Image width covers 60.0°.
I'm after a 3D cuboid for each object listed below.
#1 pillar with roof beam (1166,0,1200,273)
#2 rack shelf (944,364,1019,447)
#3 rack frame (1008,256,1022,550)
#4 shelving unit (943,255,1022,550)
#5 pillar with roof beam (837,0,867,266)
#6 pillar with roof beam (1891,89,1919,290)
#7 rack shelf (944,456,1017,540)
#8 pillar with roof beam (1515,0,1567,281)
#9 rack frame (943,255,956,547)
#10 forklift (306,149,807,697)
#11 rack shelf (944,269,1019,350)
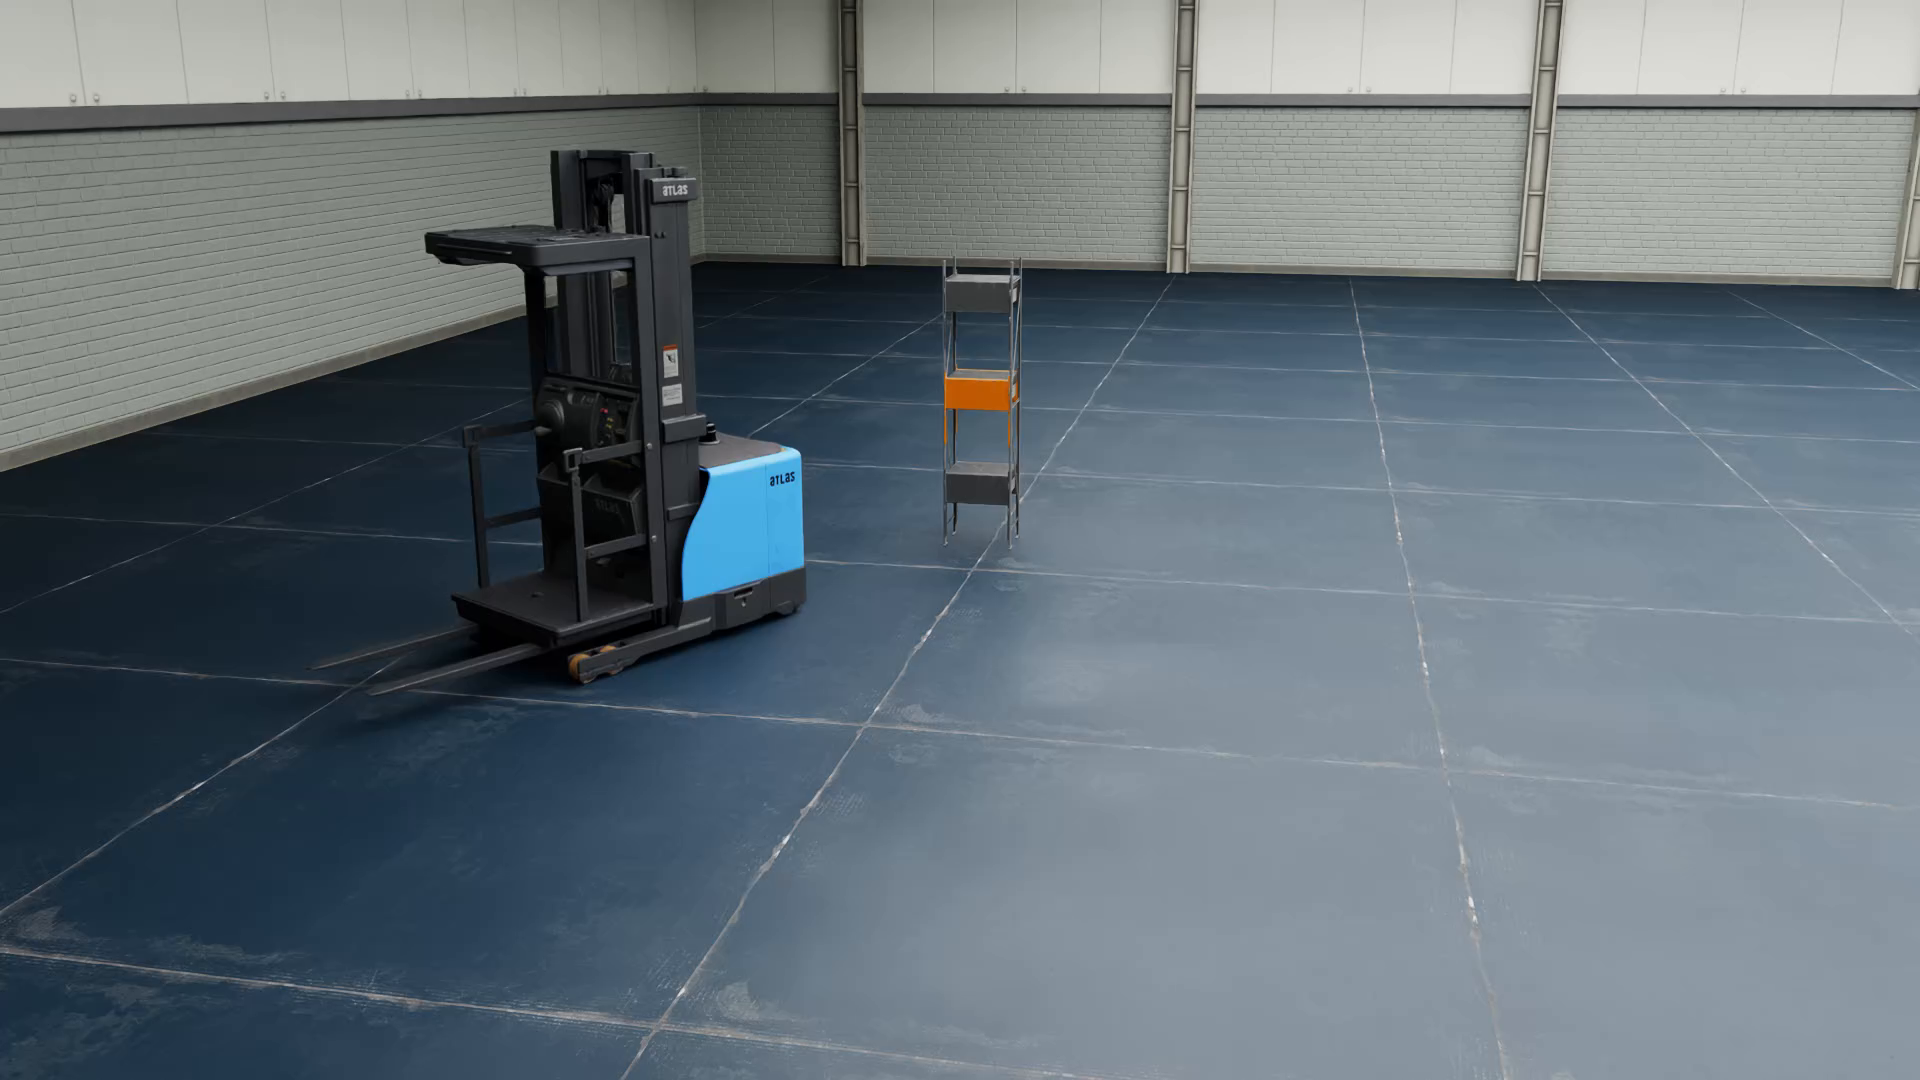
[{"bbox_3d":[3.056,-8.019,24.585,0.400,9.000,9.100,3,16,11],"label":"pillar with roof beam"},{"bbox_3d":[0.162,-0.990,12.184,0.480,0.518,0.431,3,16,11],"label":"rack shelf"},{"bbox_3d":[0.401,-0.990,12.133,0.015,2.100,0.400,3,16,11],"label":"rack frame"},{"bbox_3d":[0.162,-1.003,12.180,0.503,2.100,0.431,3,16,11],"label":"shelving unit"},{"bbox_3d":[-2.824,-8.338,25.737,0.400,9.000,9.100,3,16,11],"label":"pillar with roof beam"},{"bbox_3d":[14.815,-7.381,22.280,0.400,9.000,9.100,3,16,11],"label":"pillar with roof beam"},{"bbox_3d":[0.162,-0.315,12.370,0.480,0.518,0.431,3,16,11],"label":"rack shelf"},{"bbox_3d":[8.936,-7.700,23.432,0.400,9.000,9.100,3,16,11],"label":"pillar with roof beam"},{"bbox_3d":[-0.077,-1.016,12.227,0.015,2.100,0.400,3,16,11],"label":"rack frame"},{"bbox_3d":[-2.345,-0.744,9.688,1.130,2.935,3.031,13,20,39],"label":"forklift"},{"bbox_3d":[0.162,-1.665,11.997,0.480,0.518,0.431,3,16,11],"label":"rack shelf"}]
